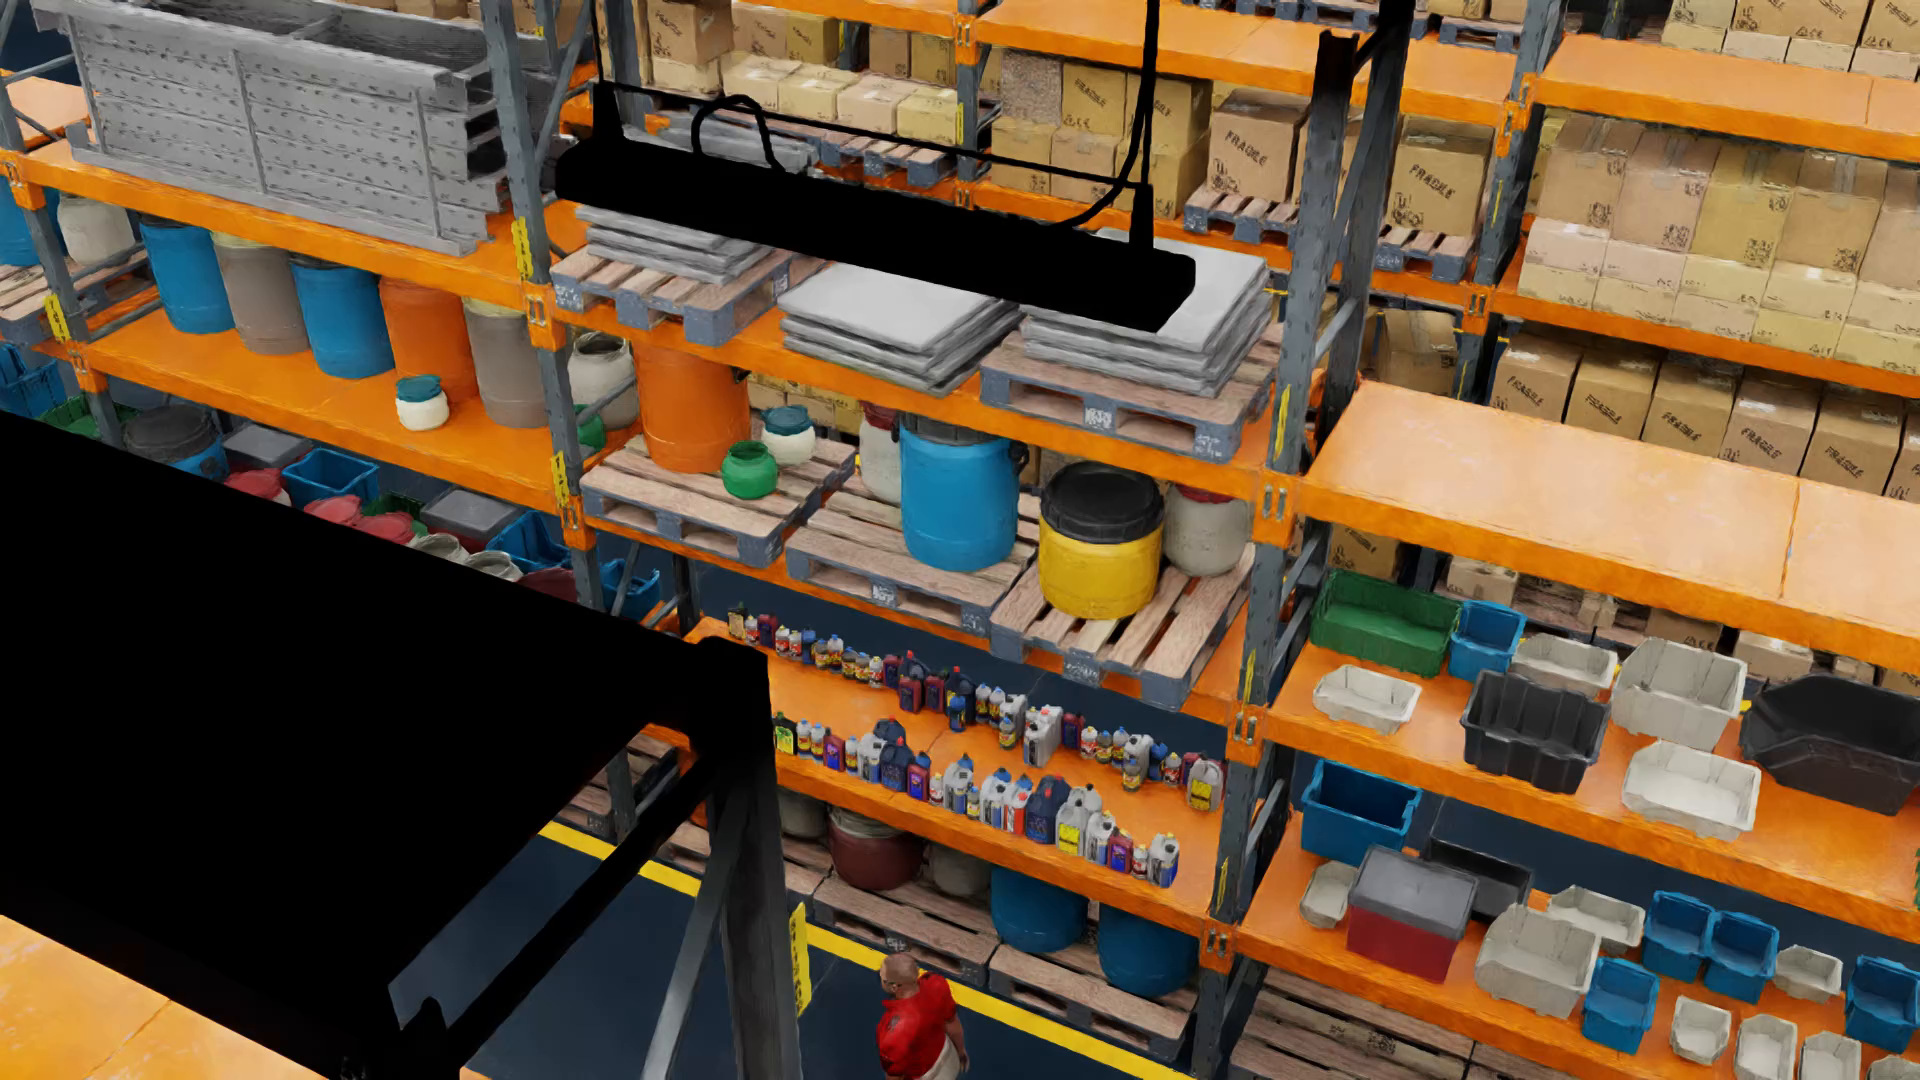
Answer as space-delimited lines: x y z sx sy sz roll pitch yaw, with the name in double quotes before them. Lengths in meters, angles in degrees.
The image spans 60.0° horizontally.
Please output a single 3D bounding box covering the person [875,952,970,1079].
"person" -0.246 2.724 8.526 1.130 1.646 0.540 15 38 20
